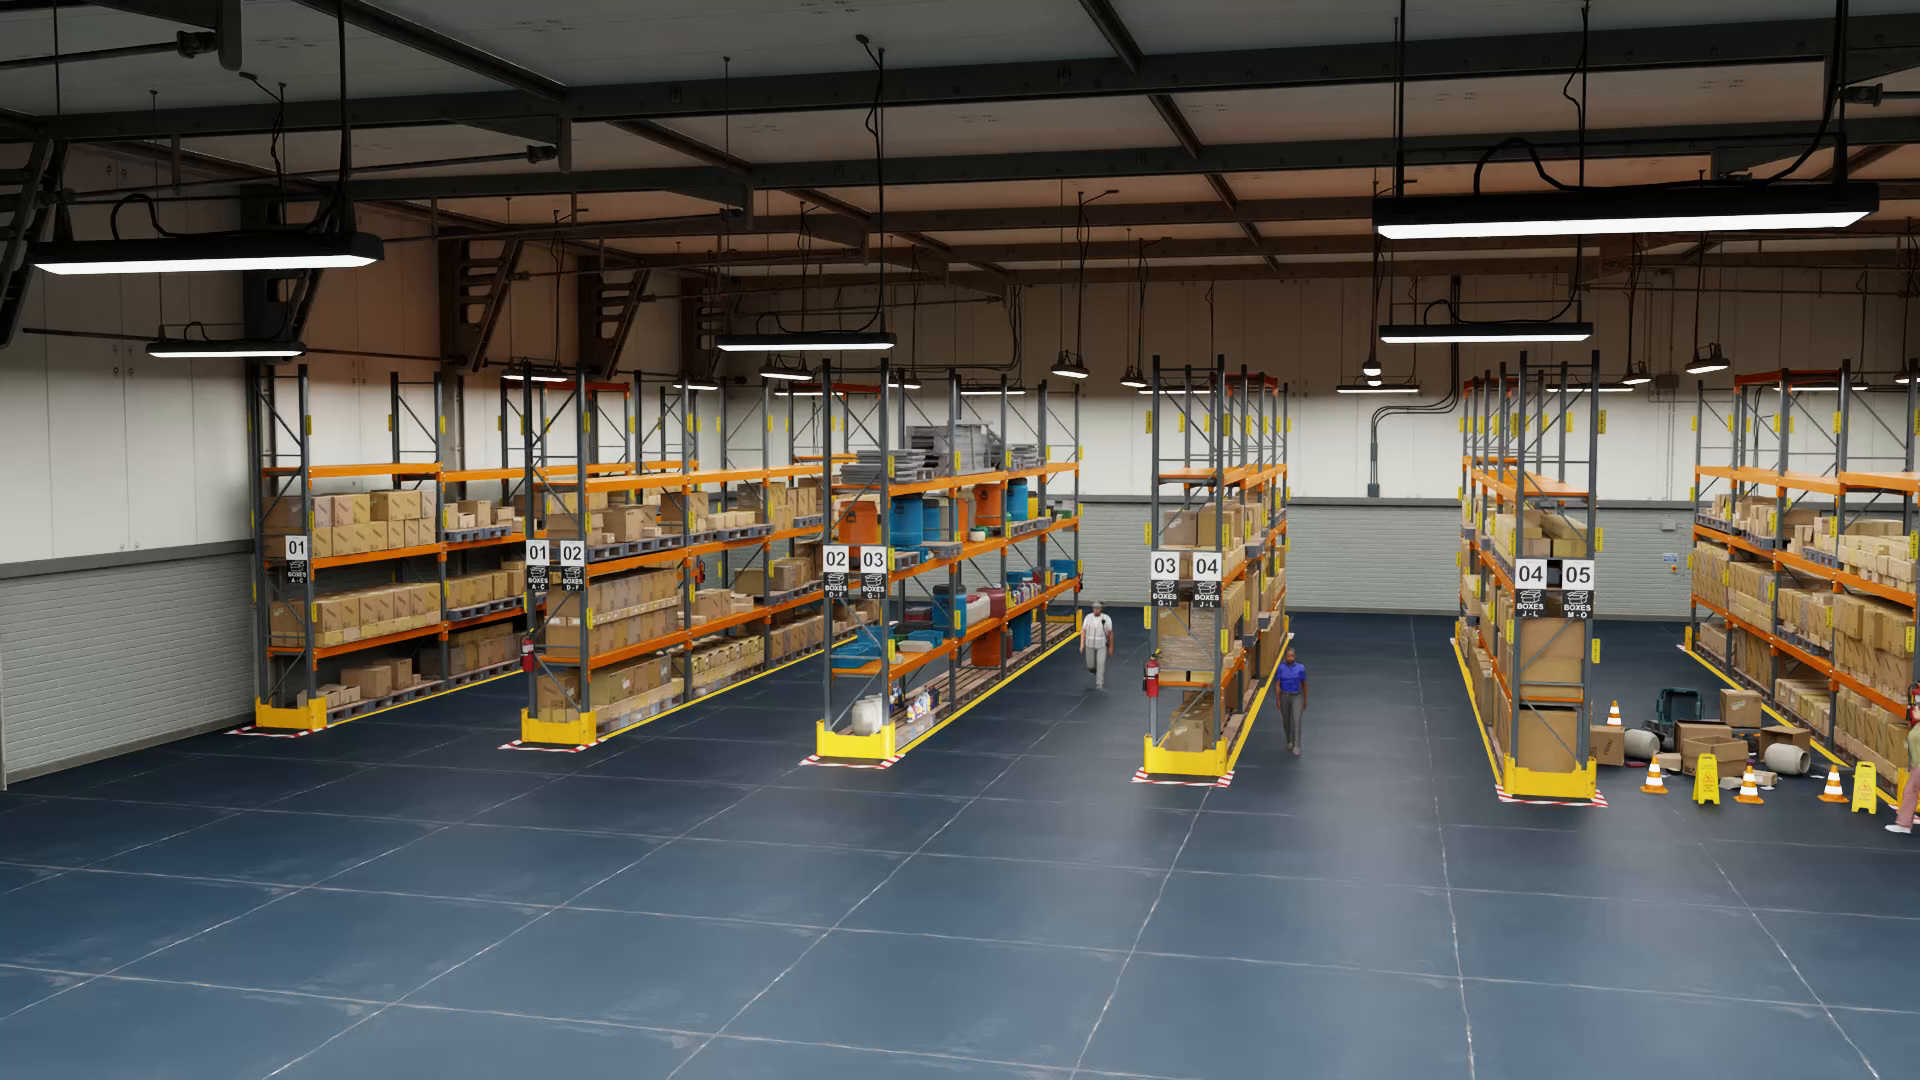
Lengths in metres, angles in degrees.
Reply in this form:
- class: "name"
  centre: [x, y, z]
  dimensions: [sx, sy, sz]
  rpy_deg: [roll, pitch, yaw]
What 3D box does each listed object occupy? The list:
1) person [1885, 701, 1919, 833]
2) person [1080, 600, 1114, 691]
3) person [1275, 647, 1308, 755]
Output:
- class: "person"
  centre: [11.844, 2.775, 20.342]
  dimensions: [0.967, 1.633, 0.466]
  rpy_deg: [1, 4, 9]
- class: "person"
  centre: [2.536, 1.951, 31.152]
  dimensions: [0.576, 1.652, 1.082]
  rpy_deg: [1, 4, 19]
- class: "person"
  centre: [5.021, 2.431, 25.279]
  dimensions: [0.464, 1.609, 0.992]
  rpy_deg: [2, 4, 21]
